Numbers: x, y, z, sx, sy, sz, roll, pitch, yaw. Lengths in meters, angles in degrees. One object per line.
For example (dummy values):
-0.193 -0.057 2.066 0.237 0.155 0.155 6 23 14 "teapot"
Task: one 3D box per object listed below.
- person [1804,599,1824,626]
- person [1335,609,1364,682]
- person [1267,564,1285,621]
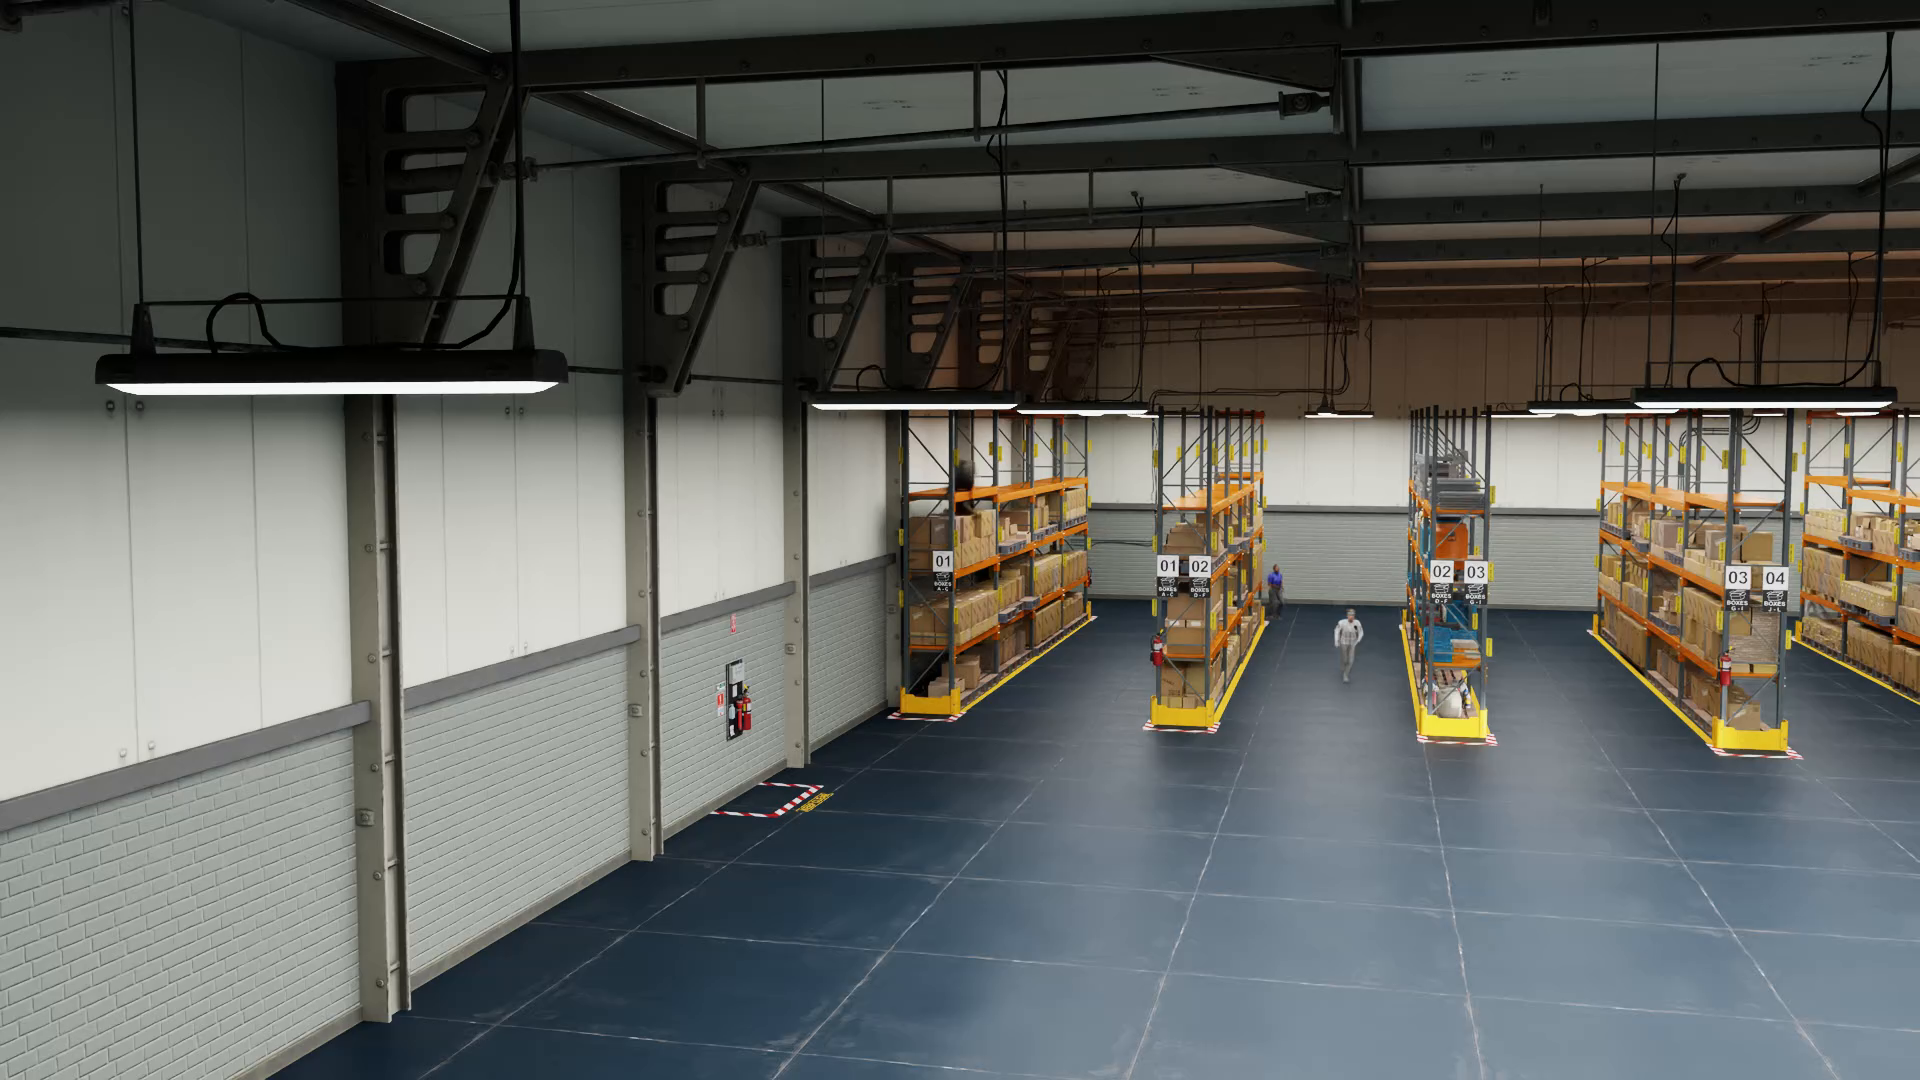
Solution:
23.121 1.630 45.059 0.940 1.683 0.550 -2 5 -26 "person"
8.553 2.298 36.586 0.598 1.623 0.618 0 4 0 "person"
9.033 1.513 47.588 0.564 1.655 0.752 -2 4 -21 "person"
